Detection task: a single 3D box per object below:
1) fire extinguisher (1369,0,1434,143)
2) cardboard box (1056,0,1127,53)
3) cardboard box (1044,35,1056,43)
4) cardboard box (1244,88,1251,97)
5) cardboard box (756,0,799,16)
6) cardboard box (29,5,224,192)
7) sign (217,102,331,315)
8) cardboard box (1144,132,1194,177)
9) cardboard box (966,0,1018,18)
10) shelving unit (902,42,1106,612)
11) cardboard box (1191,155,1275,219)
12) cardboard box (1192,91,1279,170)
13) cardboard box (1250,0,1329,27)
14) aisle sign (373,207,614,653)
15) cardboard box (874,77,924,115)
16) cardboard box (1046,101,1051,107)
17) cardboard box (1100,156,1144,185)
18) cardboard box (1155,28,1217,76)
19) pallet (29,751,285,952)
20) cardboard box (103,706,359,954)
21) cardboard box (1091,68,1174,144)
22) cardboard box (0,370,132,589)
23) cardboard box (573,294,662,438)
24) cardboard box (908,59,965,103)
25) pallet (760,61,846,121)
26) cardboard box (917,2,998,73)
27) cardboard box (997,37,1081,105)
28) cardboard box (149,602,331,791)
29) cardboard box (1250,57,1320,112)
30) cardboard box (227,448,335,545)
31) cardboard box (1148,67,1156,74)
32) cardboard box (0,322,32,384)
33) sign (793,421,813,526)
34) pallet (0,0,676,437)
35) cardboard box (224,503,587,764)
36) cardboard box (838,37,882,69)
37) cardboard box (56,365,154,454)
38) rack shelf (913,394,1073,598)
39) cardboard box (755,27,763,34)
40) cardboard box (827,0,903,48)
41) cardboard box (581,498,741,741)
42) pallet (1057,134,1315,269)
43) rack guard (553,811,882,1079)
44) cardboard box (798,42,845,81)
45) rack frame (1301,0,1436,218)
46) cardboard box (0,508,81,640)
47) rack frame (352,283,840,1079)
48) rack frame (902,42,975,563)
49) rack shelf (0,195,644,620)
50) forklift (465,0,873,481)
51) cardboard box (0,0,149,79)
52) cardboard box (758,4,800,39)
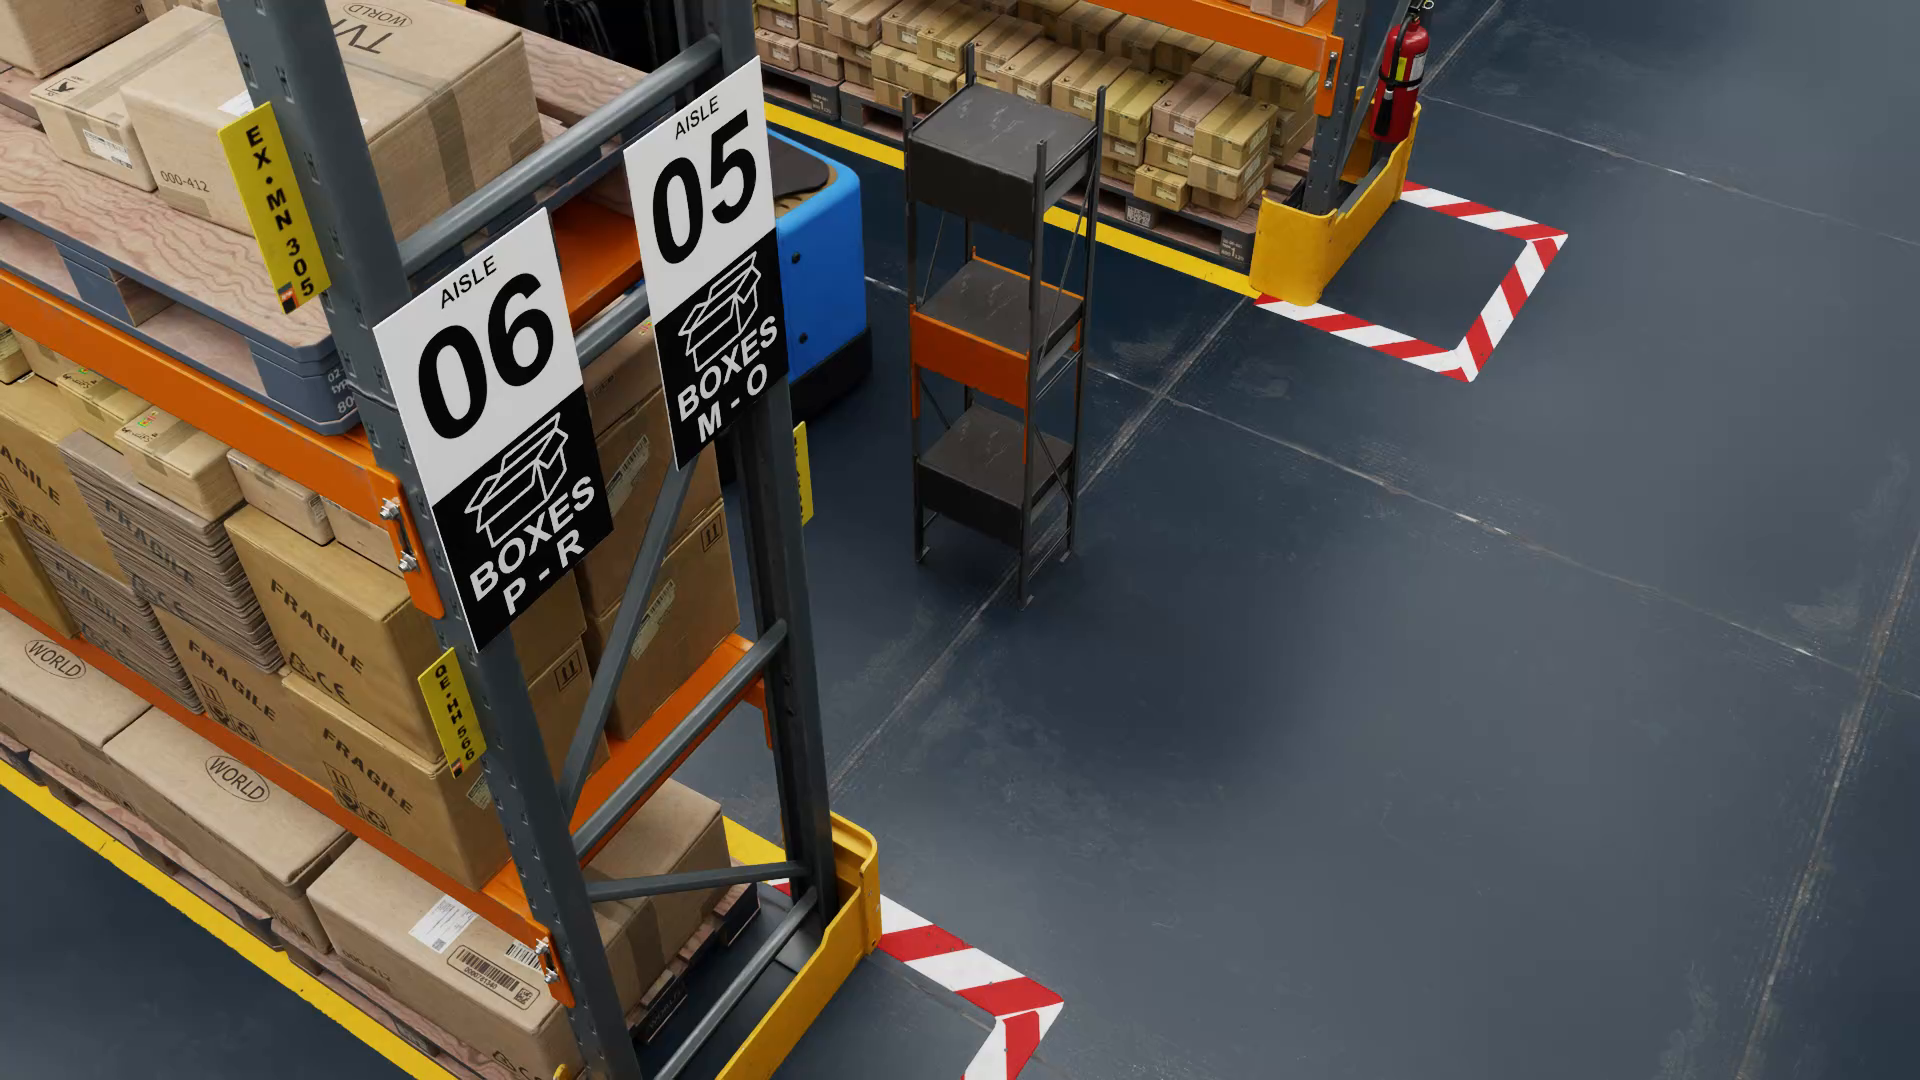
[{"bbox_3d":[1.839,-1.980,6.897,0.183,0.674,0.296,25,51,22],"label":"fire extinguisher"},{"bbox_3d":[0.697,-2.650,8.514,0.250,0.149,0.380,27,51,24],"label":"cardboard box"},{"bbox_3d":[0.437,-2.600,8.672,0.250,0.149,0.380,27,52,24],"label":"cardboard box"},{"bbox_3d":[1.374,-2.268,8.350,0.250,0.149,0.380,24,51,22],"label":"cardboard box"},{"bbox_3d":[-0.873,-2.953,8.808,0.250,0.149,0.380,24,50,22],"label":"cardboard box"},{"bbox_3d":[-1.535,-0.859,3.214,0.250,0.149,0.380,21,49,19],"label":"cardboard box"},{"bbox_3d":[-1.016,-0.490,2.481,0.005,0.325,0.100,25,51,22],"label":"sign"},{"bbox_3d":[1.087,-1.936,8.027,0.250,0.149,0.380,24,50,21],"label":"cardboard box"},{"bbox_3d":[0.237,-2.819,8.678,0.250,0.149,0.380,25,51,22],"label":"cardboard box"},{"bbox_3d":[0.139,-0.668,5.935,0.503,2.100,0.431,25,51,22],"label":"shelving unit"},{"bbox_3d":[1.320,-1.744,8.048,0.250,0.149,0.380,26,51,23],"label":"cardboard box"},{"bbox_3d":[1.294,-1.926,7.810,0.250,0.149,0.380,25,51,23],"label":"cardboard box"},{"bbox_3d":[1.449,-2.382,7.148,0.250,0.149,0.380,25,51,22],"label":"cardboard box"},{"bbox_3d":[-0.818,-0.177,3.018,0.004,0.787,0.394,25,51,22],"label":"aisle sign"},{"bbox_3d":[-0.244,-2.402,8.688,0.250,0.149,0.380,23,50,21],"label":"cardboard box"},{"bbox_3d":[0.396,-2.195,8.279,0.250,0.149,0.380,25,51,23],"label":"cardboard box"},{"bbox_3d":[0.873,-1.937,8.236,0.250,0.149,0.380,24,51,22],"label":"cardboard box"},{"bbox_3d":[1.179,-2.491,8.359,0.250,0.149,0.380,25,51,22],"label":"cardboard box"},{"bbox_3d":[-2.449,0.750,5.874,1.213,0.211,1.003,25,51,22],"label":"pallet"},{"bbox_3d":[-2.096,0.716,5.456,0.875,0.438,0.875,26,51,23],"label":"cardboard box"},{"bbox_3d":[0.827,-2.081,7.961,0.250,0.149,0.380,24,50,21],"label":"cardboard box"},{"bbox_3d":[-2.116,-0.290,4.174,0.500,0.500,0.500,24,51,22],"label":"cardboard box"},{"bbox_3d":[-0.861,-0.400,3.828,0.250,0.149,0.380,26,51,23],"label":"cardboard box"},{"bbox_3d":[-0.056,-2.395,8.474,0.250,0.149,0.380,25,51,22],"label":"cardboard box"},{"bbox_3d":[-0.907,-2.852,9.374,1.213,0.211,1.003,25,51,22],"label":"pallet"},{"bbox_3d":[-0.011,-2.543,8.410,0.250,0.149,0.380,25,51,22],"label":"cardboard box"},{"bbox_3d":[0.387,-2.290,8.164,0.250,0.149,0.380,27,51,23],"label":"cardboard box"},{"bbox_3d":[-1.674,0.249,4.347,0.500,0.500,0.500,24,50,21],"label":"cardboard box"},{"bbox_3d":[1.618,-2.282,8.156,0.250,0.149,0.380,23,50,20],"label":"cardboard box"},{"bbox_3d":[-1.348,-0.197,3.631,0.250,0.149,0.380,26,51,23],"label":"cardboard box"},{"bbox_3d":[0.962,-2.474,8.550,0.250,0.149,0.380,26,51,23],"label":"cardboard box"},{"bbox_3d":[-2.225,-0.575,3.998,0.250,0.149,0.380,26,51,23],"label":"cardboard box"},{"bbox_3d":[-0.407,-0.148,4.144,0.005,0.325,0.100,25,51,22],"label":"sign"},{"bbox_3d":[-1.341,-0.782,3.388,1.213,0.211,1.003,25,51,22],"label":"pallet"},{"bbox_3d":[-1.246,0.088,3.806,0.500,0.500,0.500,26,51,23],"label":"cardboard box"},{"bbox_3d":[-0.428,-2.642,8.713,0.250,0.149,0.380,27,52,24],"label":"cardboard box"},{"bbox_3d":[-1.801,-0.369,3.798,0.250,0.149,0.380,26,51,23],"label":"cardboard box"},{"bbox_3d":[0.139,-0.170,6.446,0.480,0.518,0.431,25,51,22],"label":"rack shelf"},{"bbox_3d":[-1.134,-2.777,9.052,0.250,0.149,0.380,26,51,23],"label":"cardboard box"},{"bbox_3d":[-0.471,-2.718,8.580,0.250,0.149,0.380,26,51,23],"label":"cardboard box"},{"bbox_3d":[-0.960,0.120,4.472,0.500,0.500,0.500,24,51,22],"label":"cardboard box"},{"bbox_3d":[1.147,-1.907,8.456,1.213,0.211,1.003,25,51,22],"label":"pallet"},{"bbox_3d":[-0.691,1.394,5.047,0.348,0.500,1.175,25,51,22],"label":"rack guard"},{"bbox_3d":[-0.656,-2.644,8.923,0.250,0.149,0.380,24,50,21],"label":"cardboard box"},{"bbox_3d":[1.876,-2.514,7.101,0.127,3.000,1.000,25,51,22],"label":"rack frame"},{"bbox_3d":[-2.554,-0.137,4.722,0.500,0.500,0.500,26,51,23],"label":"cardboard box"},{"bbox_3d":[-0.711,0.514,4.159,0.127,3.000,1.000,25,51,22],"label":"rack frame"},{"bbox_3d":[-0.066,-0.762,6.026,0.015,2.100,0.400,25,51,22],"label":"rack frame"},{"bbox_3d":[-2.395,-1.055,4.094,4.000,0.370,1.077,25,51,22],"label":"rack shelf"},{"bbox_3d":[-1.846,-2.162,6.807,3.031,2.935,1.130,31,53,26],"label":"forklift"},{"bbox_3d":[-1.944,-1.291,3.521,0.500,0.311,0.500,26,51,23],"label":"cardboard box"},{"bbox_3d":[-0.873,-2.869,8.934,0.250,0.149,0.380,24,51,22],"label":"cardboard box"}]
